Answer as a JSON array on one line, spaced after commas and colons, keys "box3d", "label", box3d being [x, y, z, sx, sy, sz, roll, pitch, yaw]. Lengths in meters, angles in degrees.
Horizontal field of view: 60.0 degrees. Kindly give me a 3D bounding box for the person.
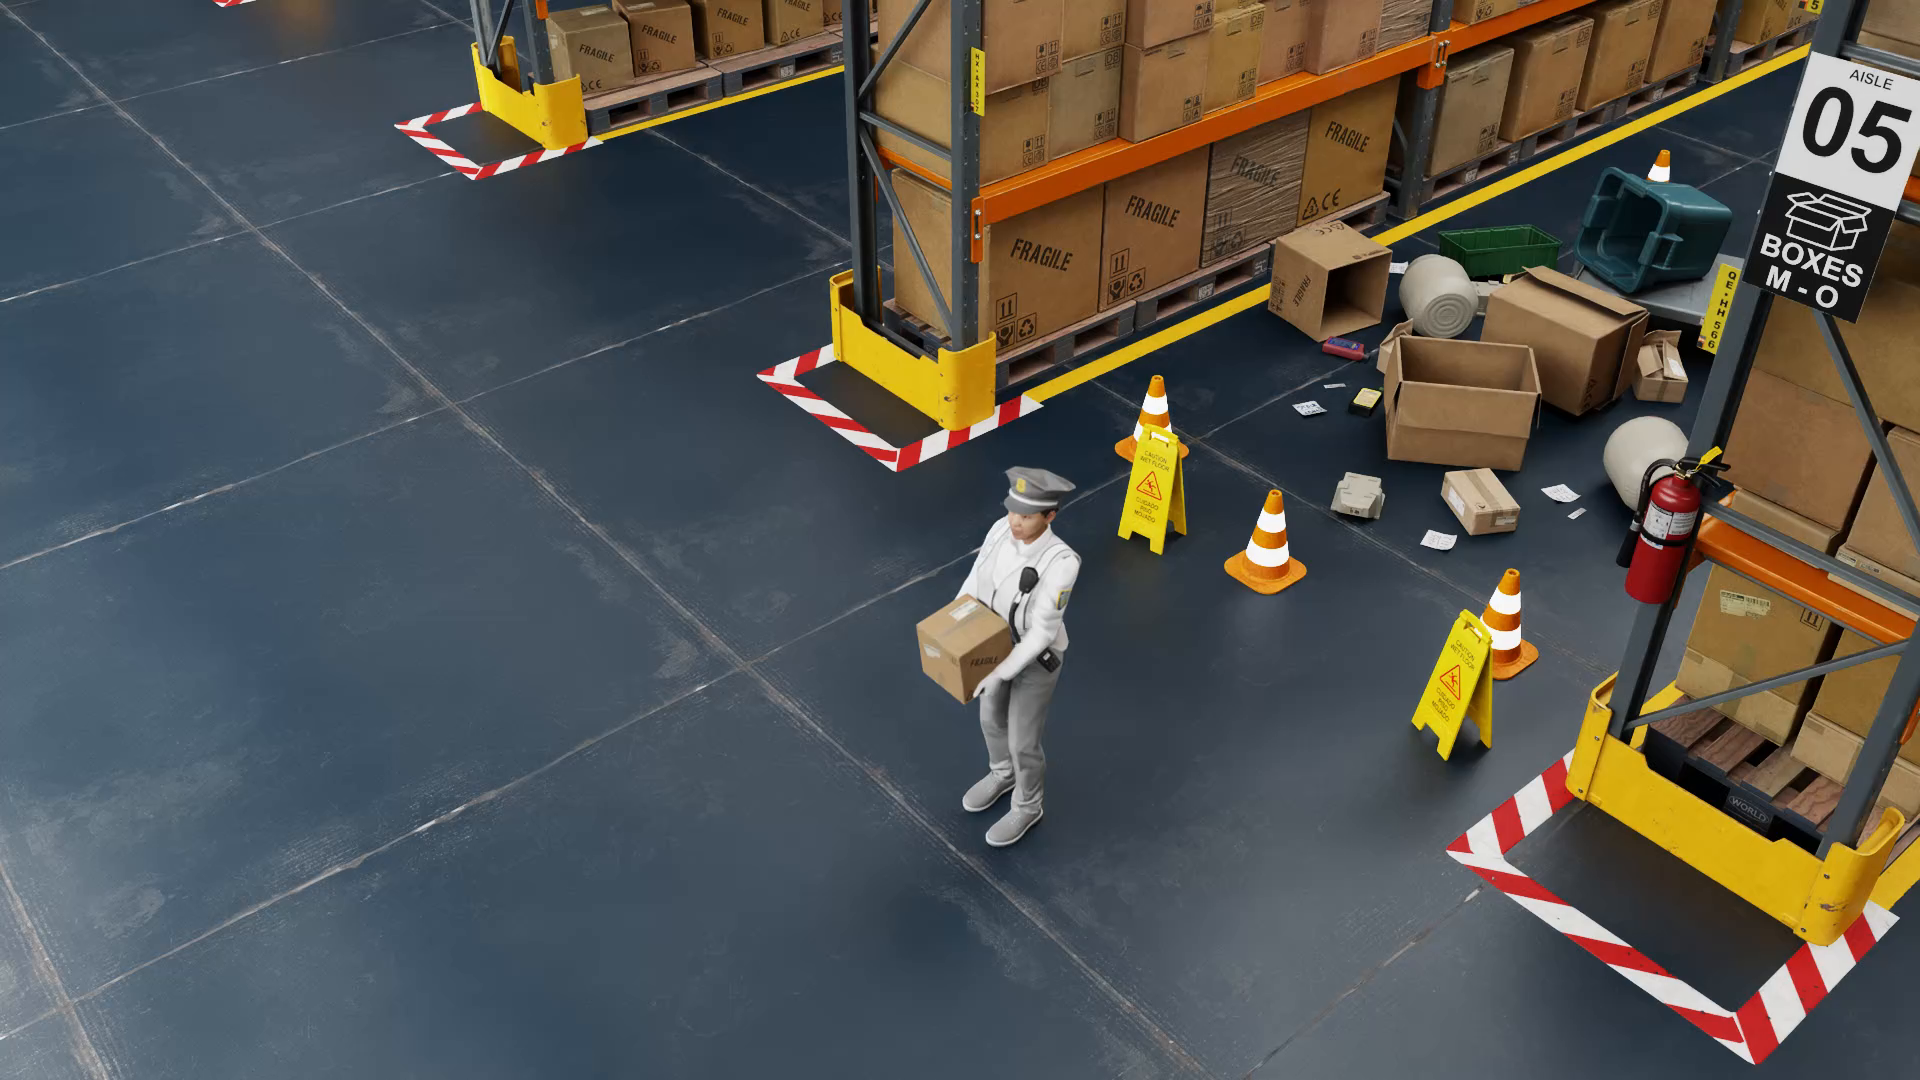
[{"box3d": [0.171, 0.464, 6.422, 0.536, 1.690, 0.460, -26, 43, -31], "label": "person"}]
